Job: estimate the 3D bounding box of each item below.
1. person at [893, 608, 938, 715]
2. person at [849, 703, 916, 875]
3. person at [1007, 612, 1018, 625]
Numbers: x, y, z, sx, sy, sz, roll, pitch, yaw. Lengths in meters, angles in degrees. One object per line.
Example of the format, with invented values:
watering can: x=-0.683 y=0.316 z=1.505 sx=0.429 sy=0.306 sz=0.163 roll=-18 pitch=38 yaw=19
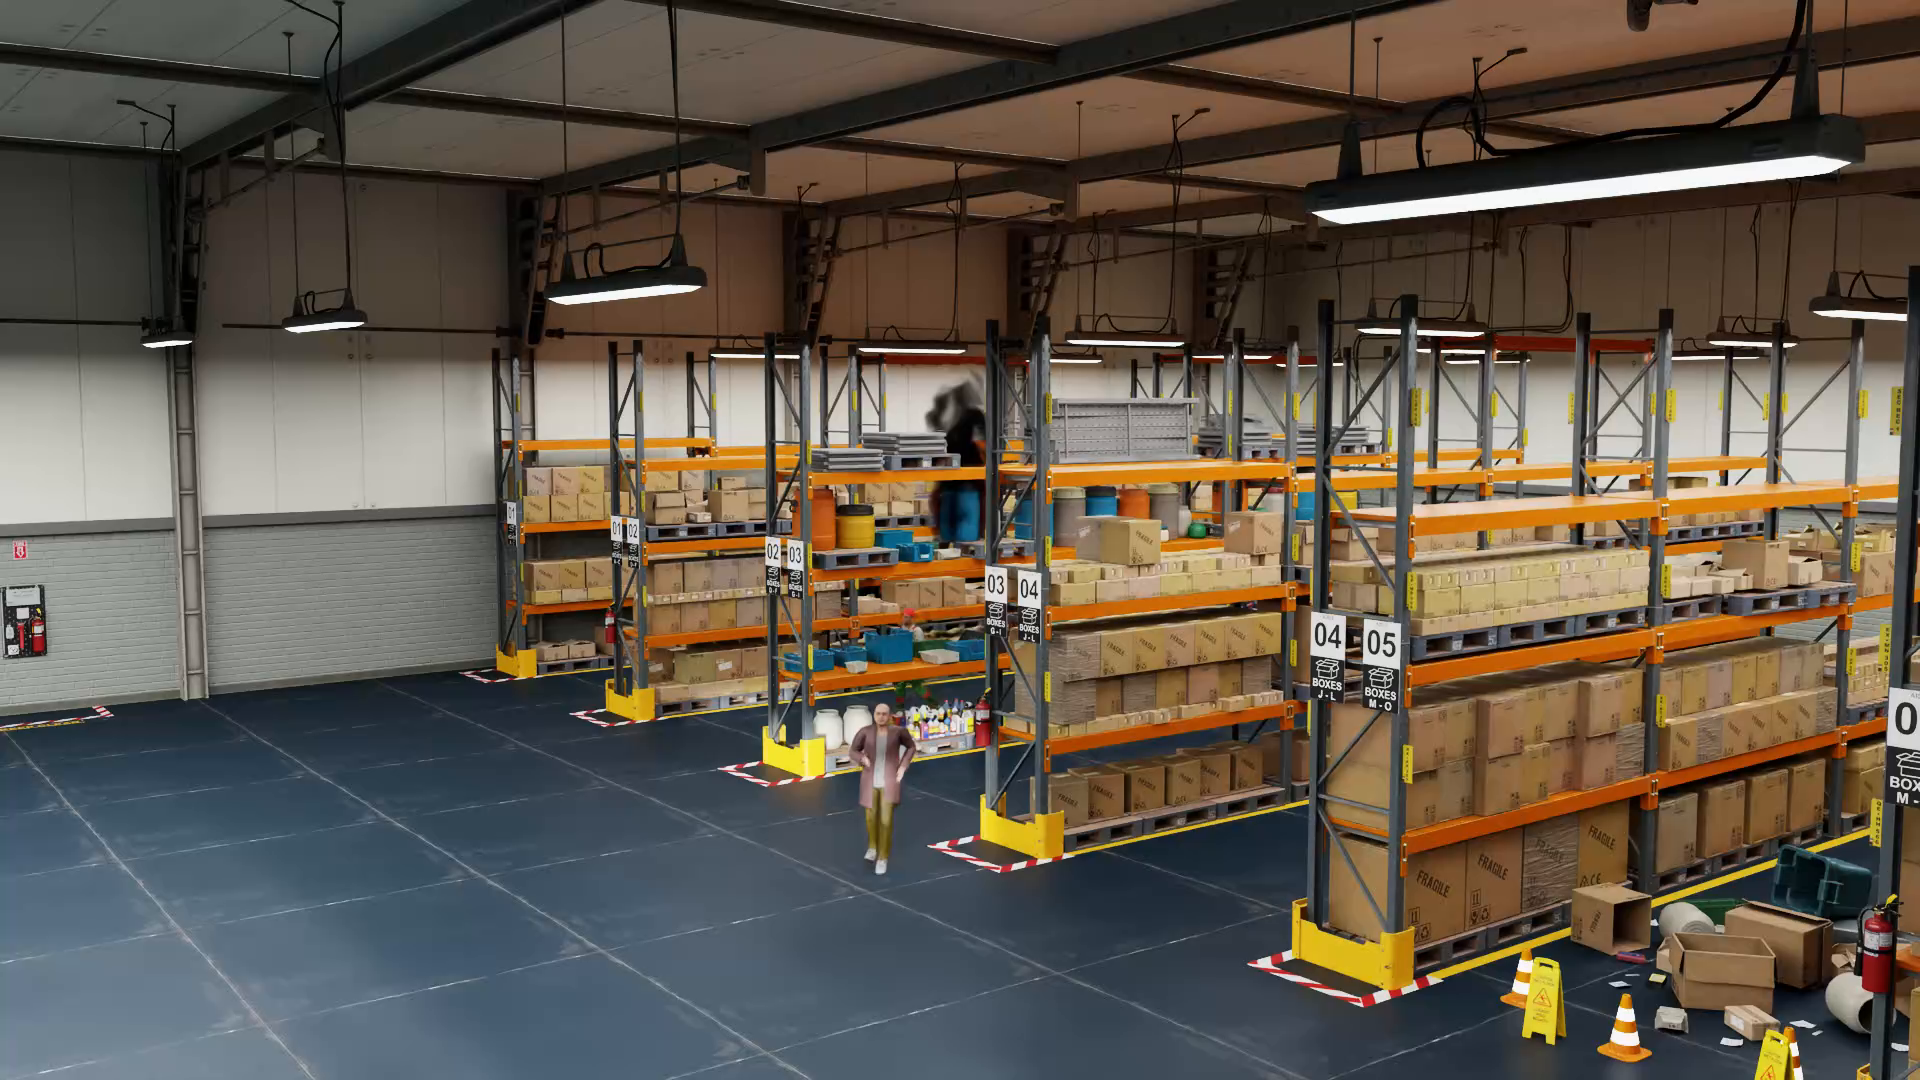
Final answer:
person: x=-0.768 y=1.943 z=26.200 sx=0.993 sy=1.768 sz=0.661 roll=-5 pitch=7 yaw=-45
person: x=-0.864 y=2.697 z=18.143 sx=0.706 sy=1.849 sz=0.764 roll=1 pitch=5 yaw=9
person: x=1.073 y=1.329 z=34.205 sx=0.528 sy=1.653 sz=0.589 roll=-4 pitch=6 yaw=-36
